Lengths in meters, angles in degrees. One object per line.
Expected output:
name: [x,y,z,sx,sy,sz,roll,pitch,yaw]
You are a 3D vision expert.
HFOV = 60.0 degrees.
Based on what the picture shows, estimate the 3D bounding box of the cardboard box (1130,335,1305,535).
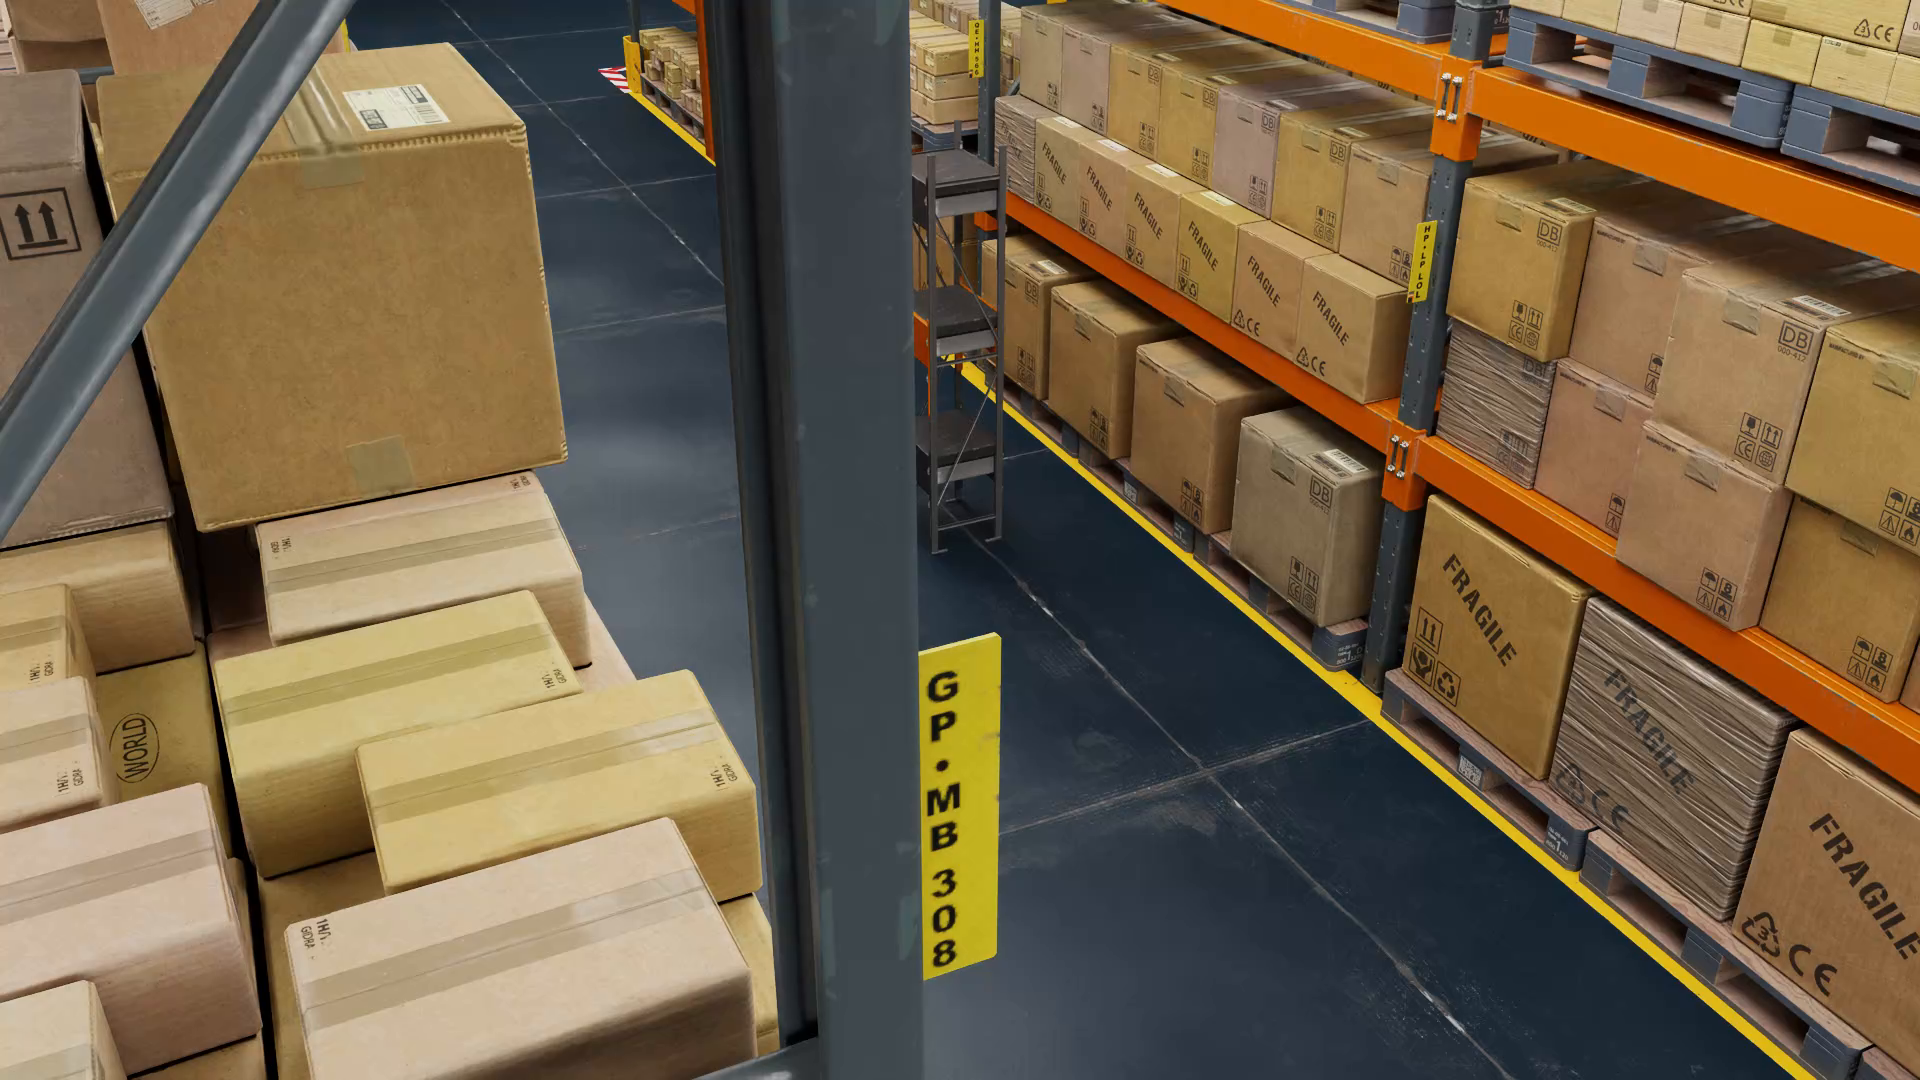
cardboard box: [1.543,-0.621,8.662,1.050,0.750,0.750,-13,32,-22]

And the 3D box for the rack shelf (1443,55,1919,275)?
rack shelf: [3.160,-0.848,4.865,1.077,0.370,4.000,-13,32,-22]

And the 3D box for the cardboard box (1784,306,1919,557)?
cardboard box: [3.112,-0.385,5.112,0.875,0.550,0.500,-13,32,-22]

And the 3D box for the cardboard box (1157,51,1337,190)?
cardboard box: [1.428,-2.108,8.319,0.700,0.500,0.500,-13,32,-22]

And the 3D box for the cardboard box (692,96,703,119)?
cardboard box: [-2.239,-3.999,15.299,0.380,0.149,0.250,-13,32,-22]

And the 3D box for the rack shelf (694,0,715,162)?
rack shelf: [-1.363,-1.158,2.354,1.077,0.370,4.000,-13,32,-22]

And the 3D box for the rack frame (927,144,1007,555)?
rack frame: [0.034,-0.881,8.175,0.400,2.100,0.015,-13,32,-22]

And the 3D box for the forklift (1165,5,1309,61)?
forklift: [2.169,-3.334,11.699,1.130,2.935,3.031,-15,33,-25]

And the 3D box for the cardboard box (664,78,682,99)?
cardboard box: [-2.605,-4.336,15.902,0.380,0.149,0.250,-13,32,-21]

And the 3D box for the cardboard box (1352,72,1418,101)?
cardboard box: [4.027,-3.957,14.483,0.875,0.875,0.875,-12,31,-21]

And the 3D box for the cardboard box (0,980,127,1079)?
cardboard box: [-0.906,0.553,1.376,0.380,0.149,0.250,-13,32,-22]

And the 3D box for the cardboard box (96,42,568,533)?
cardboard box: [-0.898,-0.386,2.387,0.500,0.500,0.500,-13,32,-22]

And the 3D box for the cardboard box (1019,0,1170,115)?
cardboard box: [0.767,-2.783,9.522,0.700,0.500,0.500,-13,32,-22]

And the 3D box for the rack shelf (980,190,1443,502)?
rack shelf: [1.442,-1.307,8.749,1.077,0.370,4.000,-13,32,-22]

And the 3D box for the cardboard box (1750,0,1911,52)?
cardboard box: [2.693,-1.616,4.817,0.500,0.250,0.500,-13,32,-23]

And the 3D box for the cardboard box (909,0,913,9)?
cardboard box: [-0.226,-3.892,11.843,0.380,0.149,0.250,-15,32,-24]

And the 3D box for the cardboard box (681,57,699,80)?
cardboard box: [-2.350,-4.357,15.331,0.380,0.149,0.250,-13,32,-21]

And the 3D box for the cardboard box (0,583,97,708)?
cardboard box: [-1.257,0.209,1.989,0.380,0.149,0.250,-13,32,-22]

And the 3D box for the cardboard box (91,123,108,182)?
cardboard box: [-2.185,-0.846,3.870,0.380,0.149,0.250,-15,32,-24]

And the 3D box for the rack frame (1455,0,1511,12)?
rack frame: [2.301,-3.354,5.530,1.000,3.000,0.127,-13,32,-22]

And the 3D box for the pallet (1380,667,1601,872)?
pallet: [2.557,0.831,7.051,1.003,0.211,1.213,-13,32,-22]

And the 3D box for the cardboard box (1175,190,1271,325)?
cardboard box: [1.402,-1.402,8.080,0.500,0.500,0.500,-13,32,-21]

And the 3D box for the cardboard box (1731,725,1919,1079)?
cardboard box: [3.288,1.099,5.465,0.875,0.875,0.875,-14,32,-23]

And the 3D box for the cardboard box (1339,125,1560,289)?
cardboard box: [2.083,-1.435,7.118,0.700,0.500,0.500,-14,32,-23]

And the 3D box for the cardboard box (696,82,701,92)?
cardboard box: [-2.240,-4.255,15.453,0.380,0.149,0.250,-11,31,-19]

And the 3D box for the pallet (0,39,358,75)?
pallet: [-2.391,-1.262,5.059,1.213,0.211,1.003,-13,32,-22]

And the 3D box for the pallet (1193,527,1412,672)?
pallet: [1.902,0.154,8.259,1.003,0.211,1.213,-13,32,-22]

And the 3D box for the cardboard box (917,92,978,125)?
cardboard box: [-0.043,-2.699,10.324,0.380,0.149,0.250,-13,32,-21]

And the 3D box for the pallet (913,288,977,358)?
pallet: [0.250,-1.633,11.447,1.003,0.211,1.213,-13,32,-22]

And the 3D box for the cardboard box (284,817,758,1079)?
cardboard box: [-0.414,0.440,1.578,0.380,0.149,0.250,-13,32,-22]

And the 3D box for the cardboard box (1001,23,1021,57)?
cardboard box: [0.443,-3.200,10.609,0.380,0.149,0.250,-14,32,-23]

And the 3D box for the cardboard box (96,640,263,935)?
cardboard box: [-1.158,0.404,2.049,0.500,0.250,0.500,-13,32,-22]

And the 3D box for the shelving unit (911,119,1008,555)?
shelving unit: [-0.071,-0.989,8.367,0.431,2.100,0.503,-13,32,-22]

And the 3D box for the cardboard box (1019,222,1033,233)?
cardboard box: [0.506,-2.280,11.108,0.500,0.250,0.500,-15,32,-24]

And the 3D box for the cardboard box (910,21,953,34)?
cardboard box: [-0.259,-3.185,10.581,0.380,0.149,0.250,-12,31,-20]

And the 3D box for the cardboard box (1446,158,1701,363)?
cardboard box: [2.428,-1.103,6.393,0.875,0.550,0.550,-13,32,-22]

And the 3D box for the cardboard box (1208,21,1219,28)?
cardboard box: [2.736,-5.116,16.997,0.875,0.438,0.875,-14,32,-23]

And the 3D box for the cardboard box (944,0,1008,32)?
cardboard box: [0.110,-3.546,11.226,0.380,0.149,0.250,-12,31,-20]

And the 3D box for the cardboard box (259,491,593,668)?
cardboard box: [-0.710,0.084,2.213,0.380,0.149,0.250,-12,31,-20]

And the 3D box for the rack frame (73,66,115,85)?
rack frame: [-2.222,-2.357,3.753,1.000,3.000,0.127,-13,32,-22]

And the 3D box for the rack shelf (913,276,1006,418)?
rack shelf: [-0.071,-0.977,8.374,0.431,0.518,0.480,-13,32,-22]

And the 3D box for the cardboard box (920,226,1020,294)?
cardboard box: [0.065,-1.833,11.078,0.500,0.500,0.500,-13,32,-22]

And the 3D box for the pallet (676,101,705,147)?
pallet: [-1.981,-3.884,15.460,1.003,0.211,1.213,-13,32,-22]

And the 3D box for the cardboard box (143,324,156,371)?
cardboard box: [-1.825,-0.276,3.262,0.500,0.250,0.500,-14,32,-24]

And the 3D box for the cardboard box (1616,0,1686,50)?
cardboard box: [2.369,-1.706,5.384,0.380,0.149,0.250,-13,32,-22]

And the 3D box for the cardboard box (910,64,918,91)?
cardboard box: [-0.156,-2.948,10.463,0.380,0.149,0.250,-12,31,-20]

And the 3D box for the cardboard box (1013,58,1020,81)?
cardboard box: [0.558,-2.963,10.491,0.380,0.149,0.250,-12,31,-20]

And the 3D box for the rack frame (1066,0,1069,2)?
rack frame: [1.577,-7.122,18.384,1.000,3.000,0.127,-13,32,-22]

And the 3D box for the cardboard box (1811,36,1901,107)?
cardboard box: [2.699,-1.368,4.782,0.380,0.149,0.250,-13,32,-22]

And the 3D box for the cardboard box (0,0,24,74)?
cardboard box: [-2.716,-1.567,5.120,0.396,0.266,0.258,-12,31,-20]

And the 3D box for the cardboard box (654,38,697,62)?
cardboard box: [-2.713,-4.700,15.941,0.380,0.149,0.250,-13,32,-22]

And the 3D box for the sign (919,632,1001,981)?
sign: [-0.015,0.223,1.325,0.100,0.325,0.005,-13,32,-22]

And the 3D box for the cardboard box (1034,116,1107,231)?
cardboard box: [0.753,-2.069,9.270,0.500,0.500,0.500,-13,32,-22]

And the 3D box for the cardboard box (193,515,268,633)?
cardboard box: [-0.914,0.070,2.644,0.500,0.250,0.500,-13,32,-22]

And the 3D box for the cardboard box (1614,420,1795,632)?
cardboard box: [2.852,-0.141,5.781,0.875,0.550,0.550,-13,32,-22]

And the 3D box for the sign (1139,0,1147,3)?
sign: [1.084,-3.127,10.076,0.100,0.325,0.005,-13,32,-22]
